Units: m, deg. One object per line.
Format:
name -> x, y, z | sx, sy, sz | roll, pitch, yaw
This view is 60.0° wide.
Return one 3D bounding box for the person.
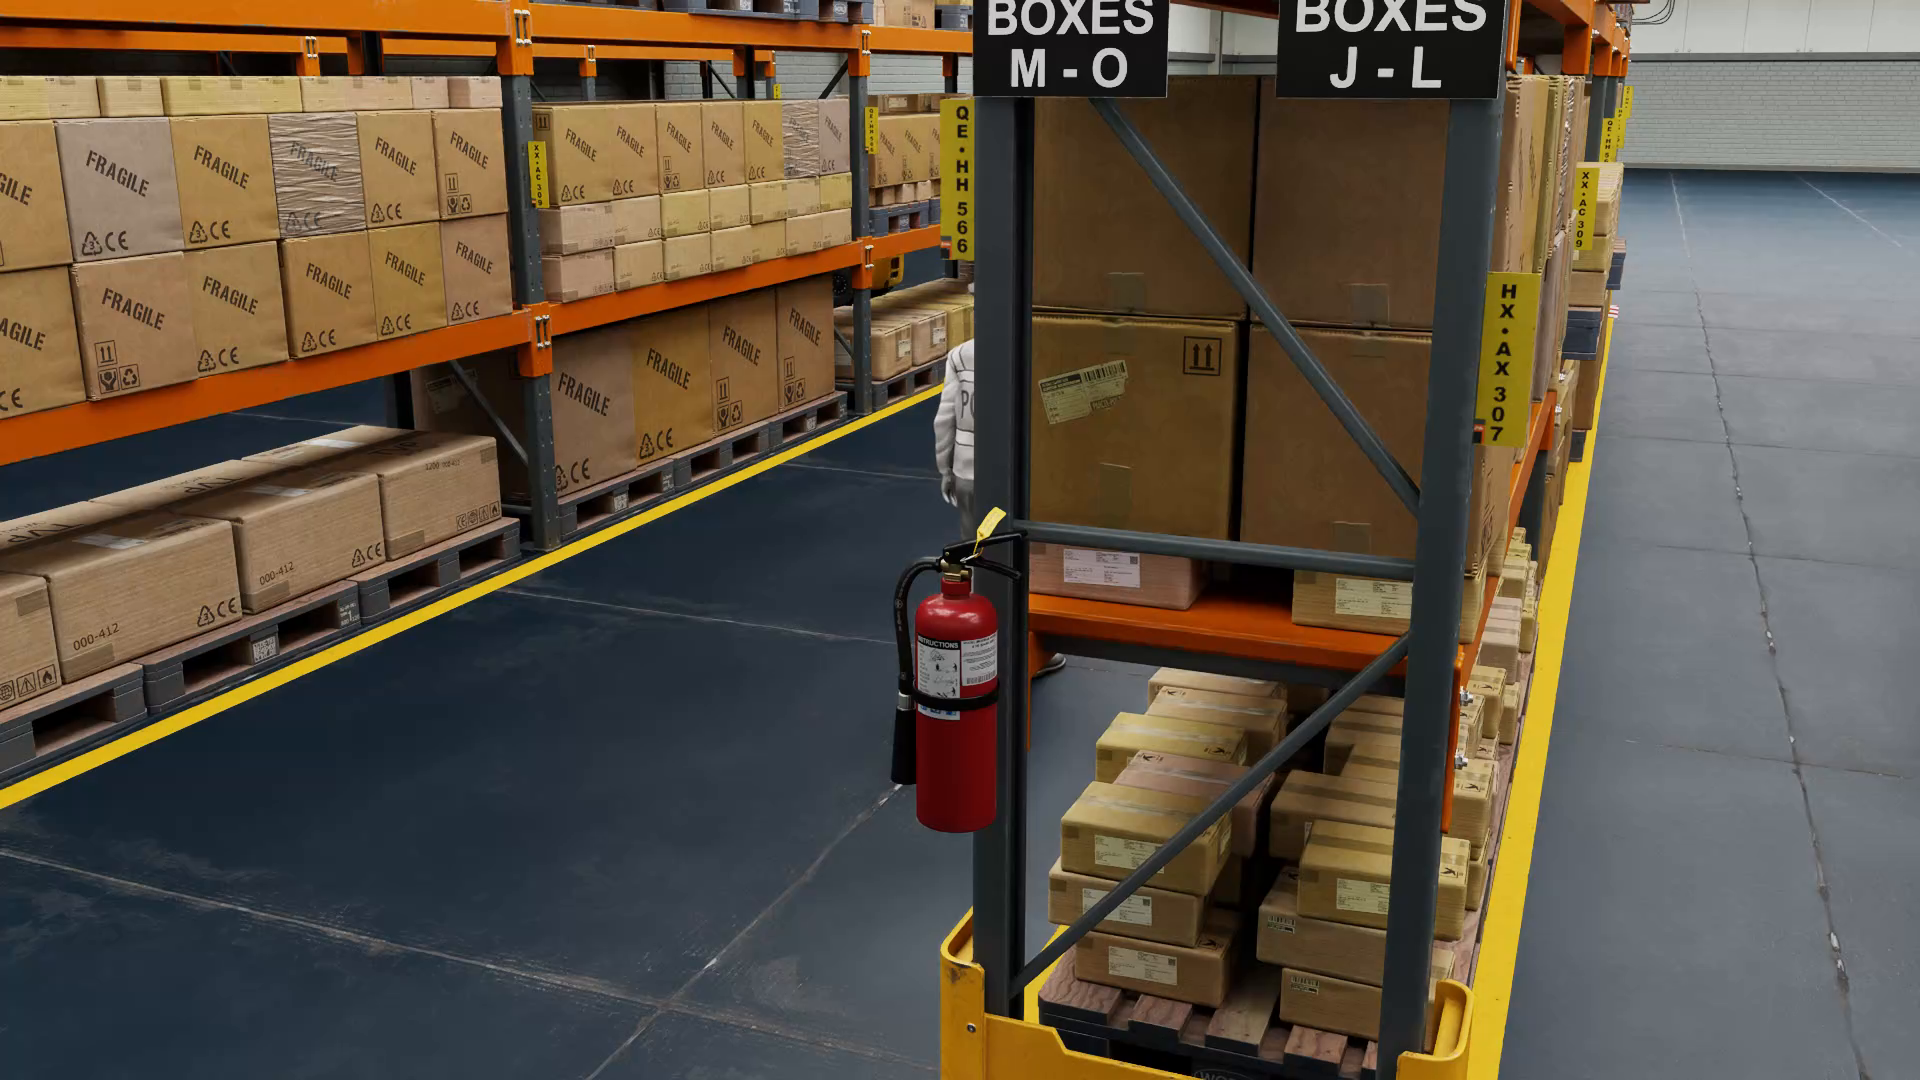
person -> 0.163, -0.256, 6.934 | 0.547, 1.667, 0.370 | 5, 16, 18
